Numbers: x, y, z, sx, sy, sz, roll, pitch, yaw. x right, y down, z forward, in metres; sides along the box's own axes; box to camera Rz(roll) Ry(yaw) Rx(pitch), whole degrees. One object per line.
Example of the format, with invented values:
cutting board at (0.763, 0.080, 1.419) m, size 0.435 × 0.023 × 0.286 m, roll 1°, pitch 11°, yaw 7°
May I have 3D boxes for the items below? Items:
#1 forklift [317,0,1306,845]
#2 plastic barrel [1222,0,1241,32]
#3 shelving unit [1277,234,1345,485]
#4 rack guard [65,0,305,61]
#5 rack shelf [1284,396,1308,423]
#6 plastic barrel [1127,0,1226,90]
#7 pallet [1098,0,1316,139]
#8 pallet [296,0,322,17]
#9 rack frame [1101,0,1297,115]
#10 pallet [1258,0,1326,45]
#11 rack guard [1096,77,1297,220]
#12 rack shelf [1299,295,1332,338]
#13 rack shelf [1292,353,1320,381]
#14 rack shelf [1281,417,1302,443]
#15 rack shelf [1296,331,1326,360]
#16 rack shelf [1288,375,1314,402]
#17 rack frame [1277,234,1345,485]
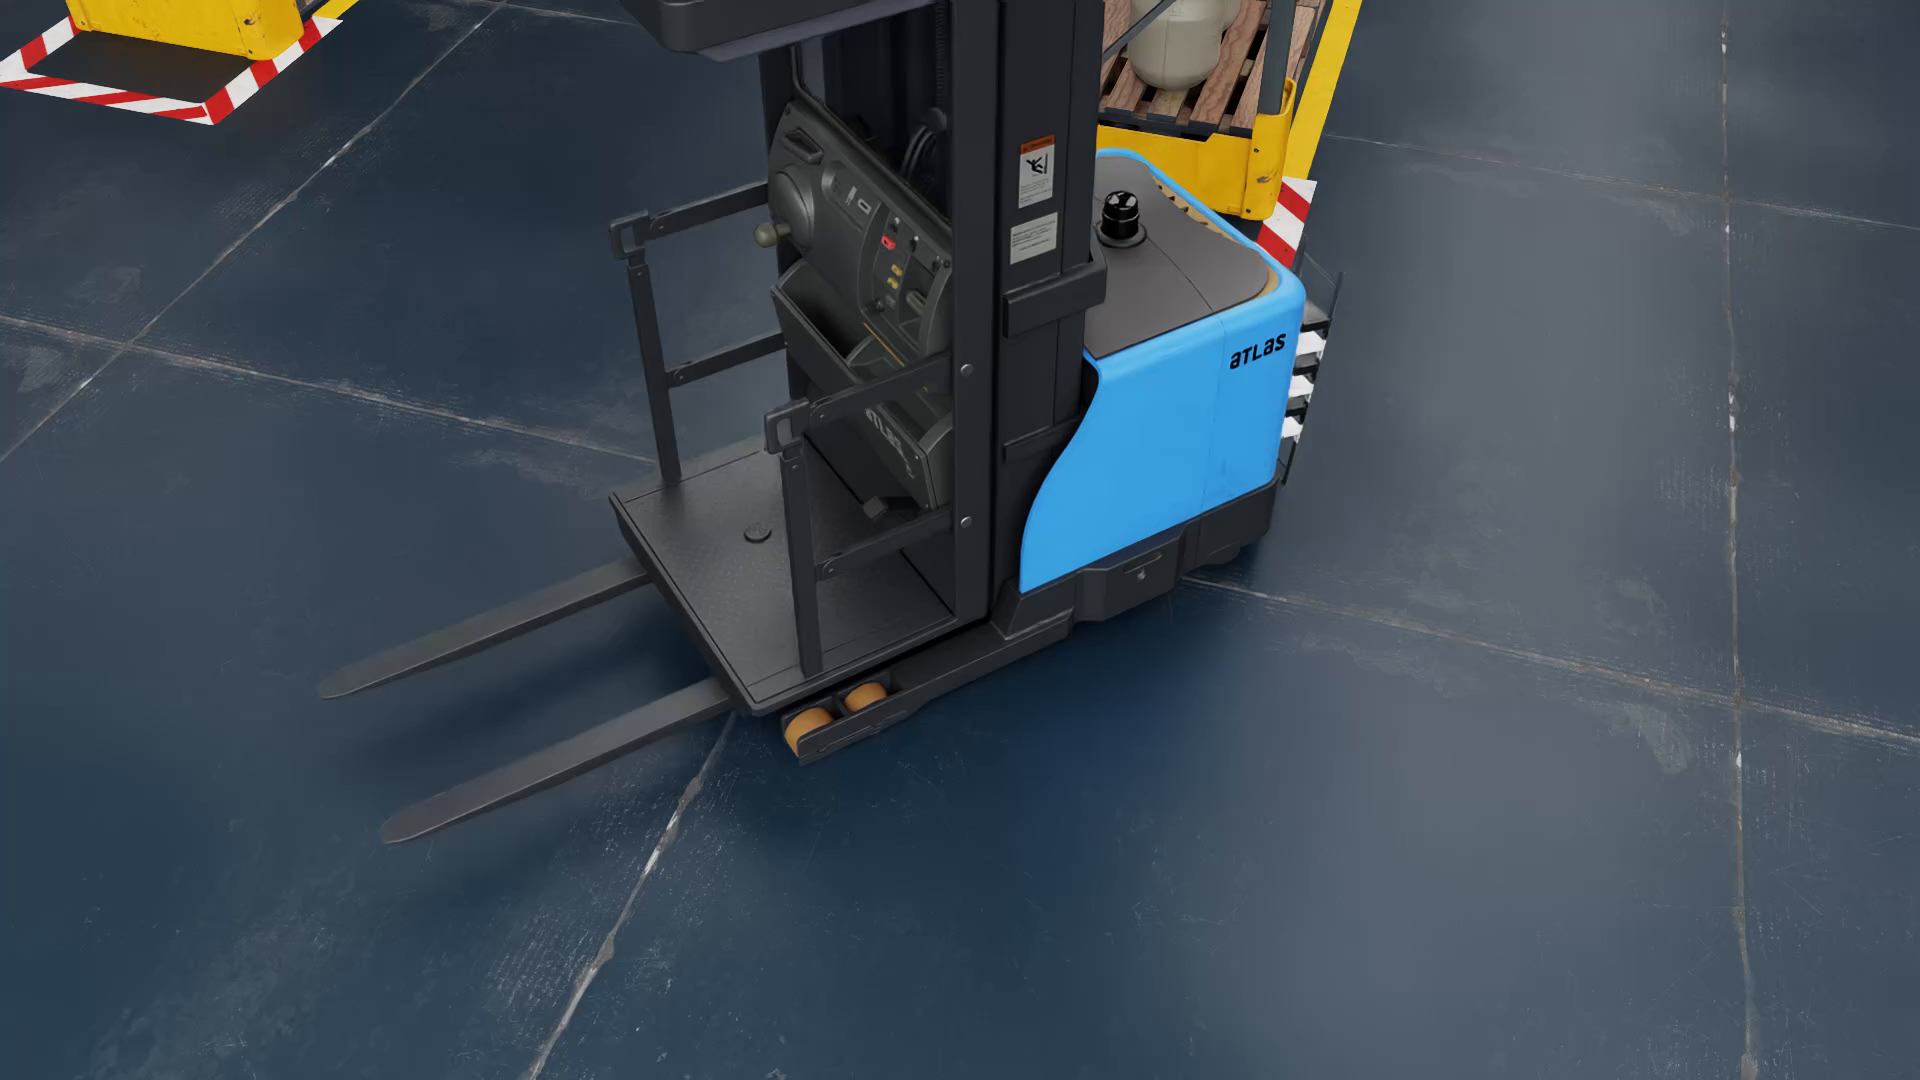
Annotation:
forklift at (-0.463, -0.800, 4.472) m, size 3.031 × 2.935 × 1.130 m, roll -23°, pitch 49°, yaw -22°
plastic barrel at (1.123, -2.662, 7.805) m, size 0.421 × 0.512 × 0.421 m, roll 0°, pitch 44°, yaw 0°
shelving unit at (1.060, -0.582, 5.690) m, size 0.210 × 0.900 × 0.258 m, roll -14°, pitch 46°, yaw -20°
rack guard at (-3.882, -2.755, 8.208) m, size 1.175 × 0.500 × 0.348 m, roll 13°, pitch 46°, yaw 13°
rack shelf at (1.051, -0.491, 5.773) m, size 0.200 × 0.077 × 0.258 m, roll -14°, pitch 46°, yaw -20°
plastic barrel at (0.972, -2.328, 7.463) m, size 0.421 × 0.512 × 0.421 m, roll 0°, pitch 44°, yaw 0°
pallet at (1.074, -2.217, 7.865) m, size 1.003 × 0.211 × 1.213 m, roll 13°, pitch 46°, yaw 13°
pallet at (-3.683, -3.186, 8.855) m, size 1.003 × 0.211 × 1.213 m, roll 13°, pitch 46°, yaw 13°
rack frame at (0.845, -2.613, 6.275) m, size 1.000 × 3.000 × 0.127 m, roll 13°, pitch 46°, yaw 13°
pallet at (1.446, -3.027, 8.693) m, size 1.003 × 0.211 × 1.213 m, roll 13°, pitch 46°, yaw 13°
rack guard at (0.823, -1.780, 7.211) m, size 1.175 × 0.500 × 0.348 m, roll 13°, pitch 46°, yaw 13°
rack shelf at (1.079, -0.756, 5.531) m, size 0.200 × 0.077 × 0.258 m, roll -14°, pitch 46°, yaw -20°
rack shelf at (1.065, -0.623, 5.652) m, size 0.200 × 0.077 × 0.258 m, roll -14°, pitch 46°, yaw -20°
rack shelf at (1.044, -0.425, 5.833) m, size 0.200 × 0.077 × 0.258 m, roll -14°, pitch 46°, yaw -20°
rack shelf at (1.072, -0.690, 5.591) m, size 0.200 × 0.077 × 0.258 m, roll -14°, pitch 46°, yaw -20°
rack shelf at (1.058, -0.557, 5.712) m, size 0.200 × 0.077 × 0.258 m, roll -14°, pitch 46°, yaw -20°
rack frame at (1.153, -0.604, 5.725) m, size 0.006 × 0.900 × 0.240 m, roll -14°, pitch 46°, yaw -20°
